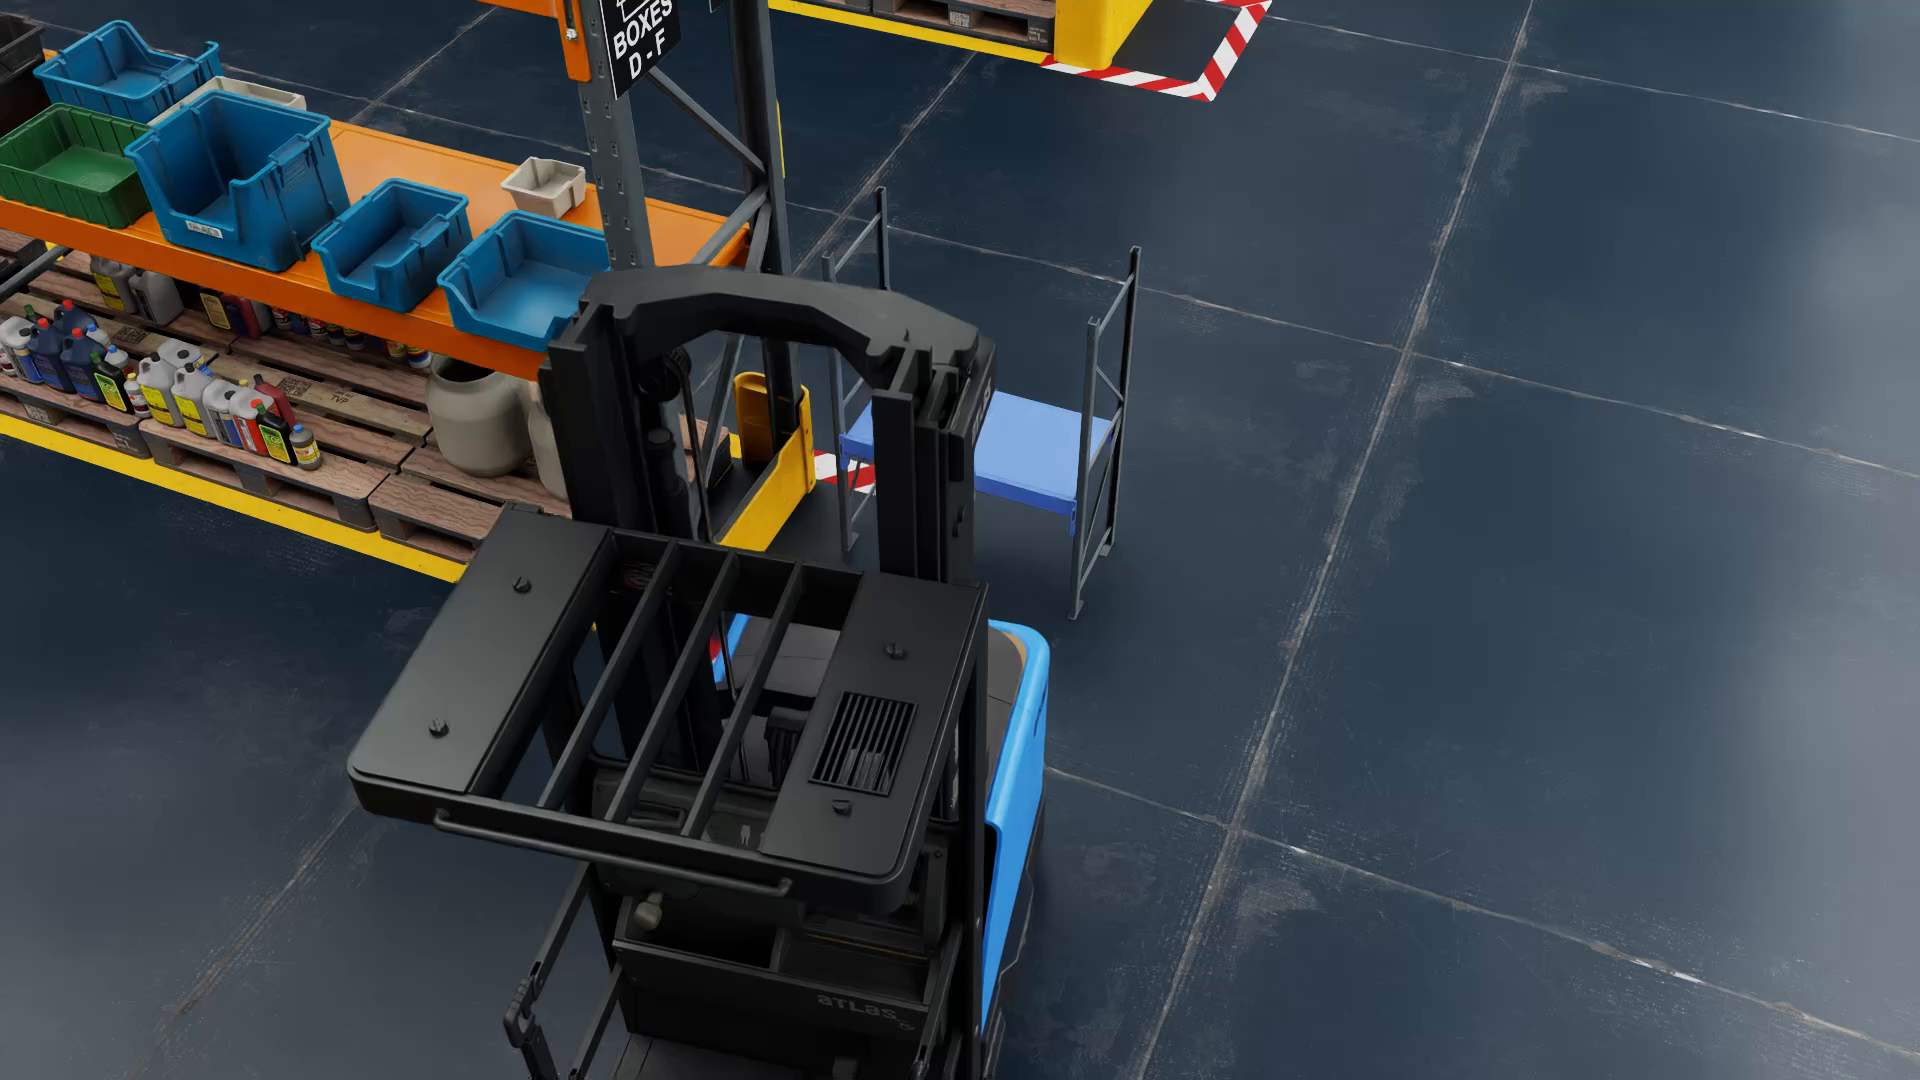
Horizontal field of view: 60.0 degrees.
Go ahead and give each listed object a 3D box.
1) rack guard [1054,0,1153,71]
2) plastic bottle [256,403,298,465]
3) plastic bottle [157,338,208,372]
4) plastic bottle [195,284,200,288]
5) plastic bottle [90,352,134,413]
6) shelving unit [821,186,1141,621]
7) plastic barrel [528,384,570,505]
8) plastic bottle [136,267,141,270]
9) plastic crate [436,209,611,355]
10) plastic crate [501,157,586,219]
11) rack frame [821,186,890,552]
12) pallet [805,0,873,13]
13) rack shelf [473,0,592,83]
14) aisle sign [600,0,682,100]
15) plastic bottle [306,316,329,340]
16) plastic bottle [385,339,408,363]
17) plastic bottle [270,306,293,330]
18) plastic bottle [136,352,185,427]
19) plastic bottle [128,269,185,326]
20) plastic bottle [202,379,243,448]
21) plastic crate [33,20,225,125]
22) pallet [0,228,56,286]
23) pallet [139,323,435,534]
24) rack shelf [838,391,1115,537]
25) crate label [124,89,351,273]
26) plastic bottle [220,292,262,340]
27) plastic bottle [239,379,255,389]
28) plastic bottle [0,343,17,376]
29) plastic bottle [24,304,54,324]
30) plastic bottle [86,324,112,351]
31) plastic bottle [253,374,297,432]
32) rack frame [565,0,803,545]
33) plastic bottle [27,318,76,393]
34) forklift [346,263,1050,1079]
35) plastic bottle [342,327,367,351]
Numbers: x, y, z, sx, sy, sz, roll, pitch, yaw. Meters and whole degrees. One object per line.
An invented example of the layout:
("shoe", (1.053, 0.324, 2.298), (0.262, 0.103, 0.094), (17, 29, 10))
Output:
("rack guard", (0.925, -3.383, 10.135), (0.348, 0.500, 1.175), (16, 47, 16))
("plastic bottle", (-2.890, -0.451, 7.029), (0.133, 0.283, 0.061), (17, 47, 17))
("plastic bottle", (-3.417, -0.749, 7.334), (0.135, 0.276, 0.152), (16, 47, 16))
("plastic bottle", (-3.554, -1.247, 7.830), (0.133, 0.283, 0.061), (19, 48, 18))
("plastic bottle", (-3.707, -0.691, 7.271), (0.133, 0.283, 0.061), (18, 48, 18))
("shelving unit", (0.079, -0.509, 6.537), (1.048, 1.500, 0.538), (16, 47, 16))
("plastic barrel", (-1.548, -0.421, 6.851), (0.421, 0.512, 0.421), (0, 45, 0))
("plastic bottle", (-3.898, -1.341, 7.876), (0.185, 0.351, 0.144), (15, 47, 15))
("plastic crate", (-1.488, -0.913, 5.985), (0.616, 0.251, 0.499), (16, 47, 16))
("plastic crate", (-1.613, -1.384, 6.540), (0.250, 0.136, 0.298), (16, 47, 16))
("rack frame", (-0.390, -0.647, 6.675), (0.032, 1.500, 0.500), (16, 47, 16))
("pallet", (-0.933, -3.857, 10.816), (1.213, 0.211, 1.003), (16, 47, 16))
("rack shelf", (-2.757, -2.376, 5.734), (4.000, 0.370, 1.077), (16, 47, 16))
("aisle sign", (-0.959, -1.733, 4.861), (0.004, 0.787, 0.394), (16, 47, 16))
("plastic bottle", (-2.965, -1.031, 7.671), (0.097, 0.201, 0.097), (0, 45, 0))
("plastic bottle", (-2.560, -0.912, 7.551), (0.097, 0.201, 0.097), (0, 45, 0))
("plastic bottle", (-3.154, -1.087, 7.727), (0.097, 0.201, 0.097), (0, 45, 0))
("plastic bottle", (-3.451, -0.672, 7.204), (0.185, 0.351, 0.144), (16, 47, 16))
("plastic bottle", (-3.754, -1.159, 7.746), (0.135, 0.276, 0.152), (16, 47, 16))
("plastic bottle", (-3.125, -0.552, 7.137), (0.135, 0.276, 0.152), (15, 47, 15))
("plastic crate", (-3.477, -1.934, 7.012), (0.616, 0.251, 0.499), (16, 47, 16))
("pallet", (-5.343, -1.310, 8.256), (1.213, 0.211, 1.003), (16, 47, 16))
("pallet", (-2.869, -0.583, 7.525), (1.213, 0.211, 1.003), (16, 47, 16))
("rack shelf", (0.079, -0.381, 6.663), (1.000, 0.185, 0.538), (16, 47, 16))
("crate label", (-2.714, -1.361, 6.305), (0.616, 0.435, 0.502), (16, 47, 16))
("plastic bottle", (-3.314, -1.061, 7.642), (0.133, 0.283, 0.061), (16, 47, 16))
("plastic bottle", (-3.094, -0.612, 7.250), (0.097, 0.201, 0.097), (0, 45, 0))
("plastic bottle", (-4.290, -0.848, 7.486), (0.097, 0.201, 0.097), (0, 45, 0))
("plastic bottle", (-4.128, -0.932, 7.512), (0.133, 0.283, 0.061), (16, 47, 16))
("plastic bottle", (-3.837, -0.850, 7.439), (0.097, 0.271, 0.097), (0, 45, 0))
("plastic bottle", (-2.957, -0.587, 7.166), (0.133, 0.283, 0.061), (16, 47, 16))
("rack frame", (-0.911, -1.025, 5.992), (0.127, 3.000, 1.000), (16, 47, 16))
("plastic bottle", (-4.018, -0.839, 7.371), (0.185, 0.351, 0.144), (18, 47, 17))
("forklift", (-0.536, 0.939, 4.067), (1.130, 2.935, 3.031), (9, 46, 9))
("plastic bottle", (-2.781, -1.002, 7.592), (0.097, 0.271, 0.097), (0, 45, 0))
